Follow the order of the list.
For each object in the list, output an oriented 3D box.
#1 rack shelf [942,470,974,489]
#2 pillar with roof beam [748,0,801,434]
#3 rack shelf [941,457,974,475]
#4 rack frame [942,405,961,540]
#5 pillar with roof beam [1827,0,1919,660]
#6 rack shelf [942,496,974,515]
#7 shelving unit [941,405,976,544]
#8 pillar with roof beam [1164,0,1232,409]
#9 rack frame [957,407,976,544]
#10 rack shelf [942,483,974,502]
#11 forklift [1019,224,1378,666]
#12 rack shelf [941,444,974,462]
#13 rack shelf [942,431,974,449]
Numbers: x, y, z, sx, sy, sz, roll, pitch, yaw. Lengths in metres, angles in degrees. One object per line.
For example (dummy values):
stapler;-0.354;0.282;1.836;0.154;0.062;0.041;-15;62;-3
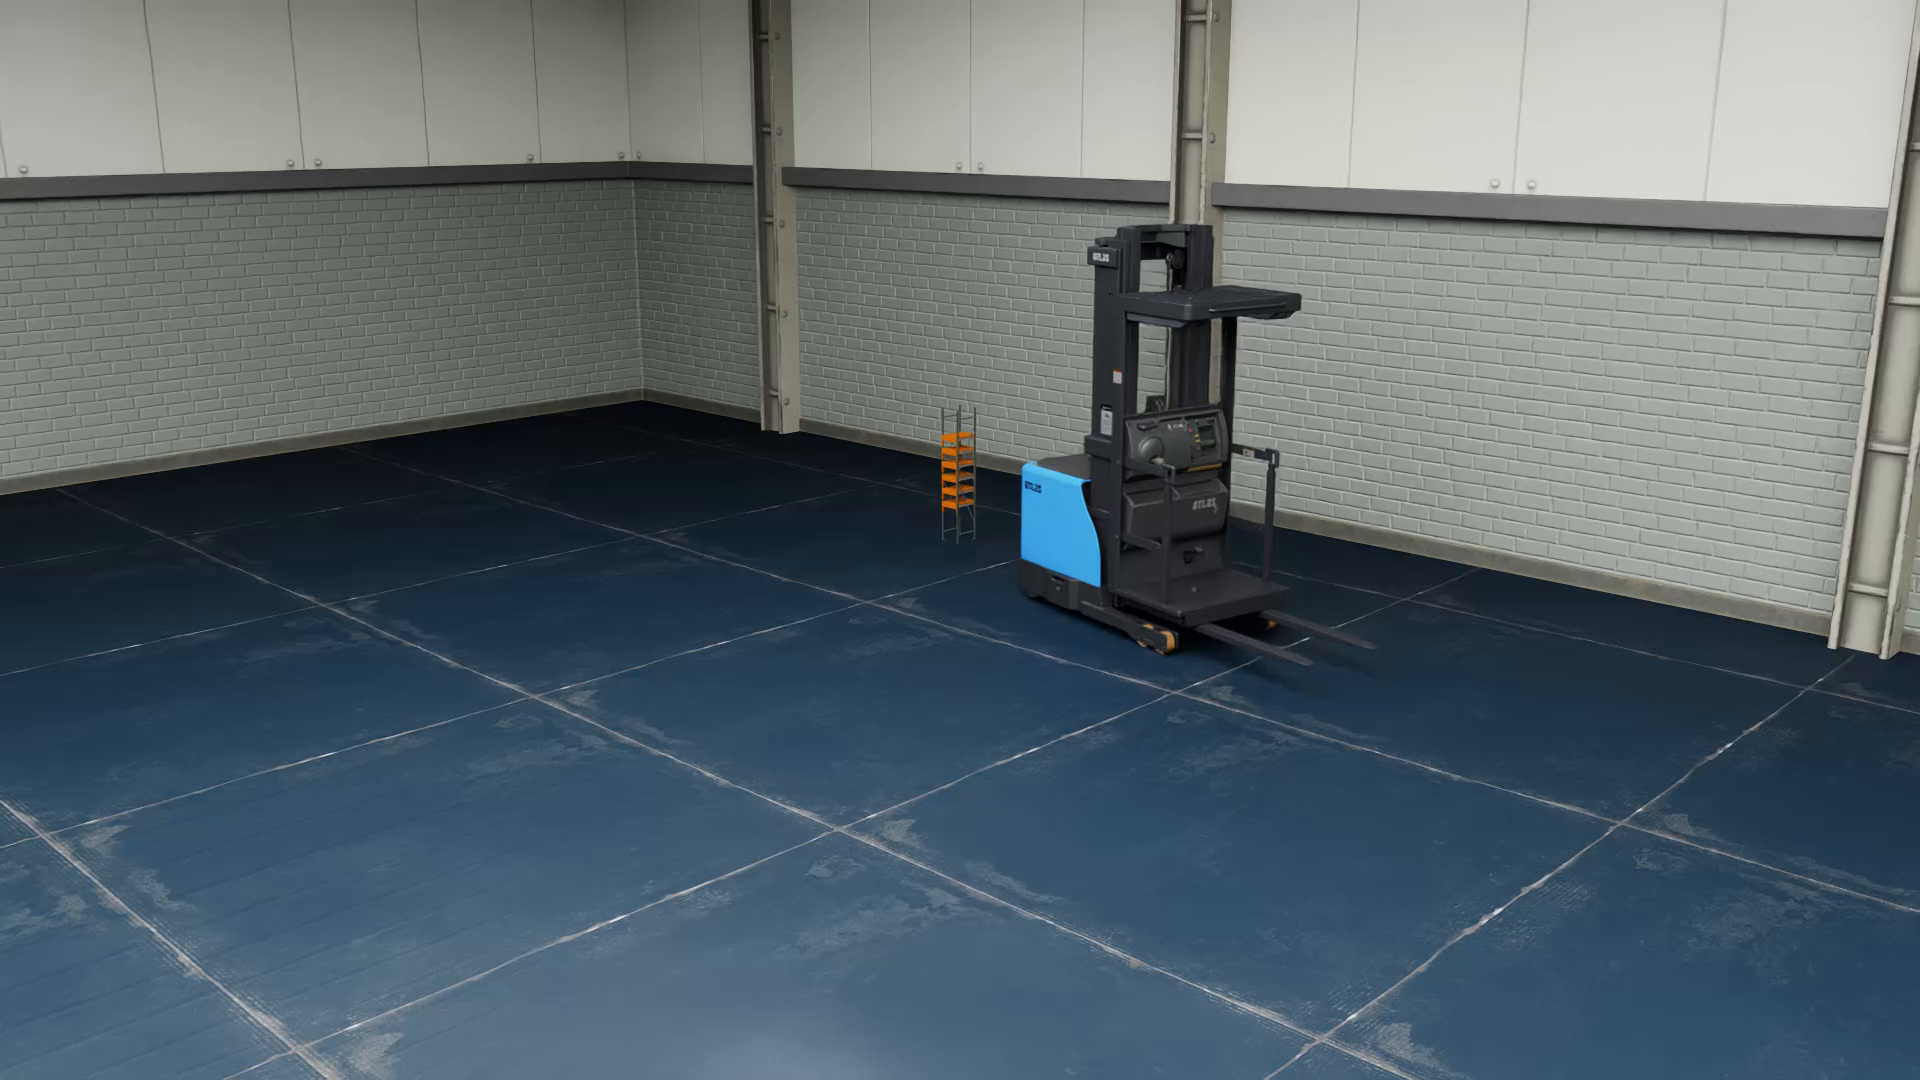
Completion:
rack shelf;-0.010;-0.540;14.802;0.180;0.103;0.258;14;20;42
pillar with roof beam;-5.139;-4.893;15.864;0.400;9.000;9.100;14;20;42
rack shelf;-0.010;-0.656;14.771;0.180;0.103;0.258;14;20;42
rack frame;-0.076;-0.599;14.852;0.006;1.200;0.240;14;20;42
pillar with roof beam;3.500;-2.793;7.804;0.400;9.000;9.100;14;20;42
rack shelf;-0.010;-0.308;14.862;0.180;0.103;0.258;14;20;42
shelving unit;-0.010;-0.583;14.791;0.189;1.200;0.258;14;20;42
pillar with roof beam;-0.819;-3.843;11.834;0.400;9.000;9.100;14;20;42
rack frame;0.055;-0.567;14.729;0.006;1.200;0.240;14;20;42
rack shelf;-0.010;-0.424;14.832;0.180;0.103;0.258;14;20;42
forklift;1.709;-0.744;11.976;1.130;2.935;3.031;-10;17;-33
rack shelf;-0.010;-0.772;14.741;0.180;0.103;0.258;14;20;42
rack shelf;-0.010;-0.889;14.711;0.180;0.103;0.258;14;20;42
